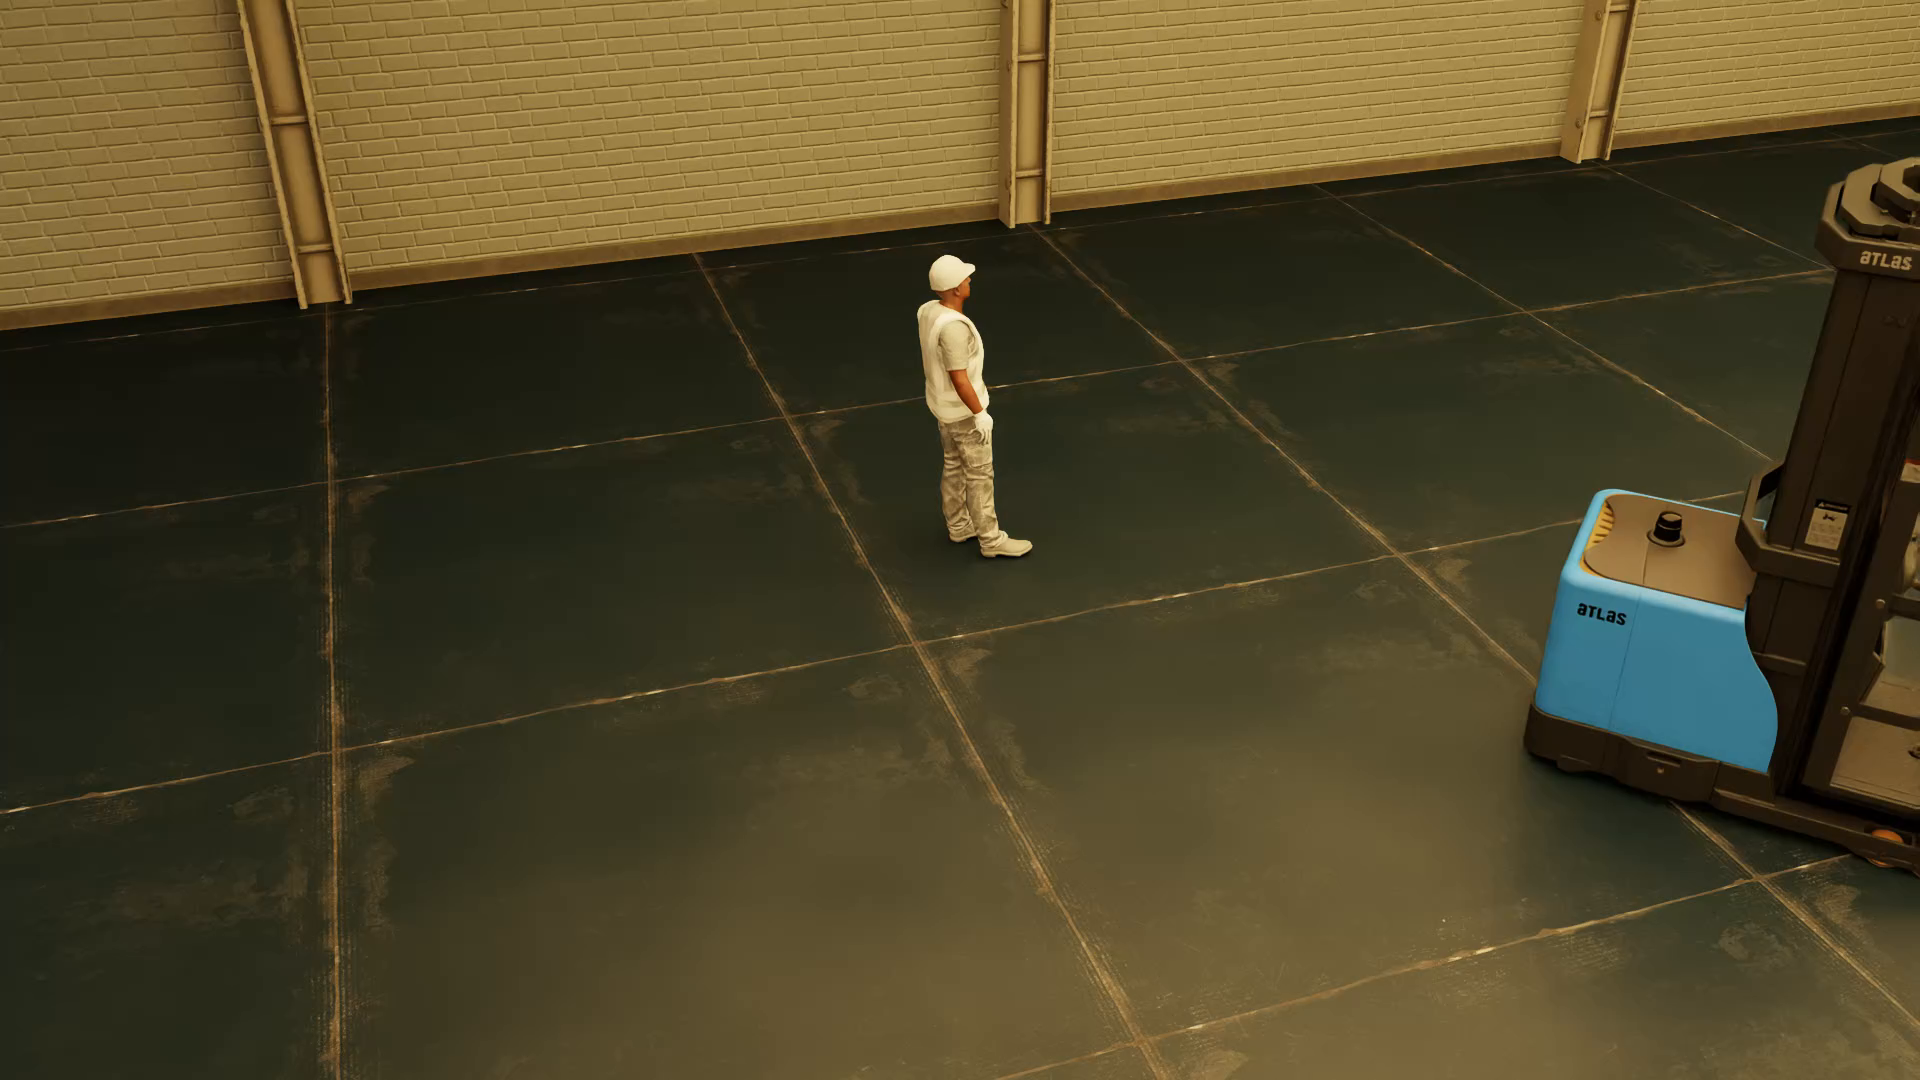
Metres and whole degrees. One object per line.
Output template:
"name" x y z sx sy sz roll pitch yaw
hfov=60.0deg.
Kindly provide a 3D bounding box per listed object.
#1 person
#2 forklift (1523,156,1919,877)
"person" 0.071 -0.787 9.591 0.575 1.785 0.657 -10 31 -16
"forklift" 4.306 -0.059 7.189 3.031 2.935 1.130 15 33 24
